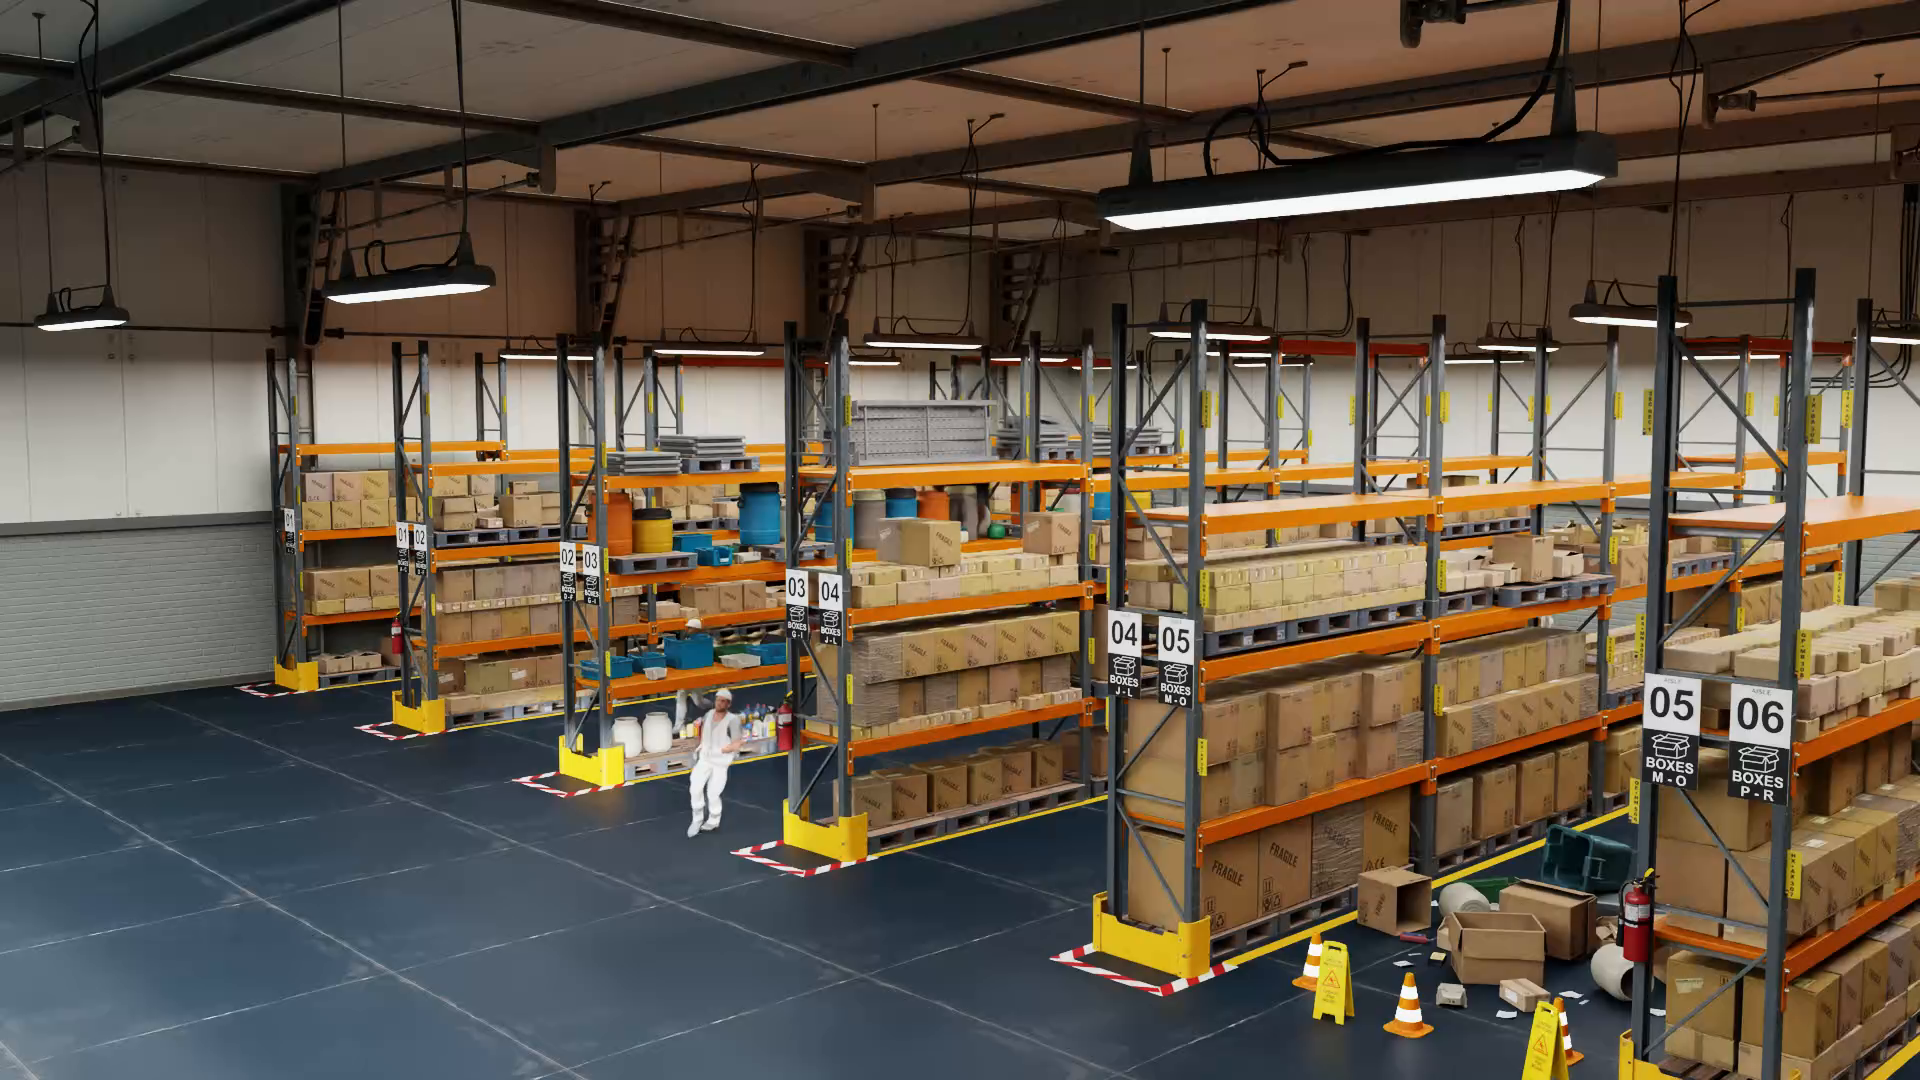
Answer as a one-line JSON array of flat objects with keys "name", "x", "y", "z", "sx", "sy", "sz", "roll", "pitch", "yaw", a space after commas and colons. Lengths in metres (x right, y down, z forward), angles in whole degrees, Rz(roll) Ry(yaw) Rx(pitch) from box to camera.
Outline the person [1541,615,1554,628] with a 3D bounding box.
[{"name": "person", "x": 10.783, "y": 1.646, "z": 30.947, "sx": 0.701, "sy": 1.714, "sz": 0.731, "roll": -3, "pitch": 6, "yaw": -29}]

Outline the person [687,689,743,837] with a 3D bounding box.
[{"name": "person", "x": -2.866, "y": 2.594, "z": 19.430, "sx": 0.689, "sy": 1.723, "sz": 0.669, "roll": 2, "pitch": 5, "yaw": 18}]

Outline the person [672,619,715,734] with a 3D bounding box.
[{"name": "person", "x": -4.085, "y": 2.072, "z": 25.459, "sx": 0.968, "sy": 1.747, "sz": 0.710, "roll": -5, "pitch": 7, "yaw": -43}]
